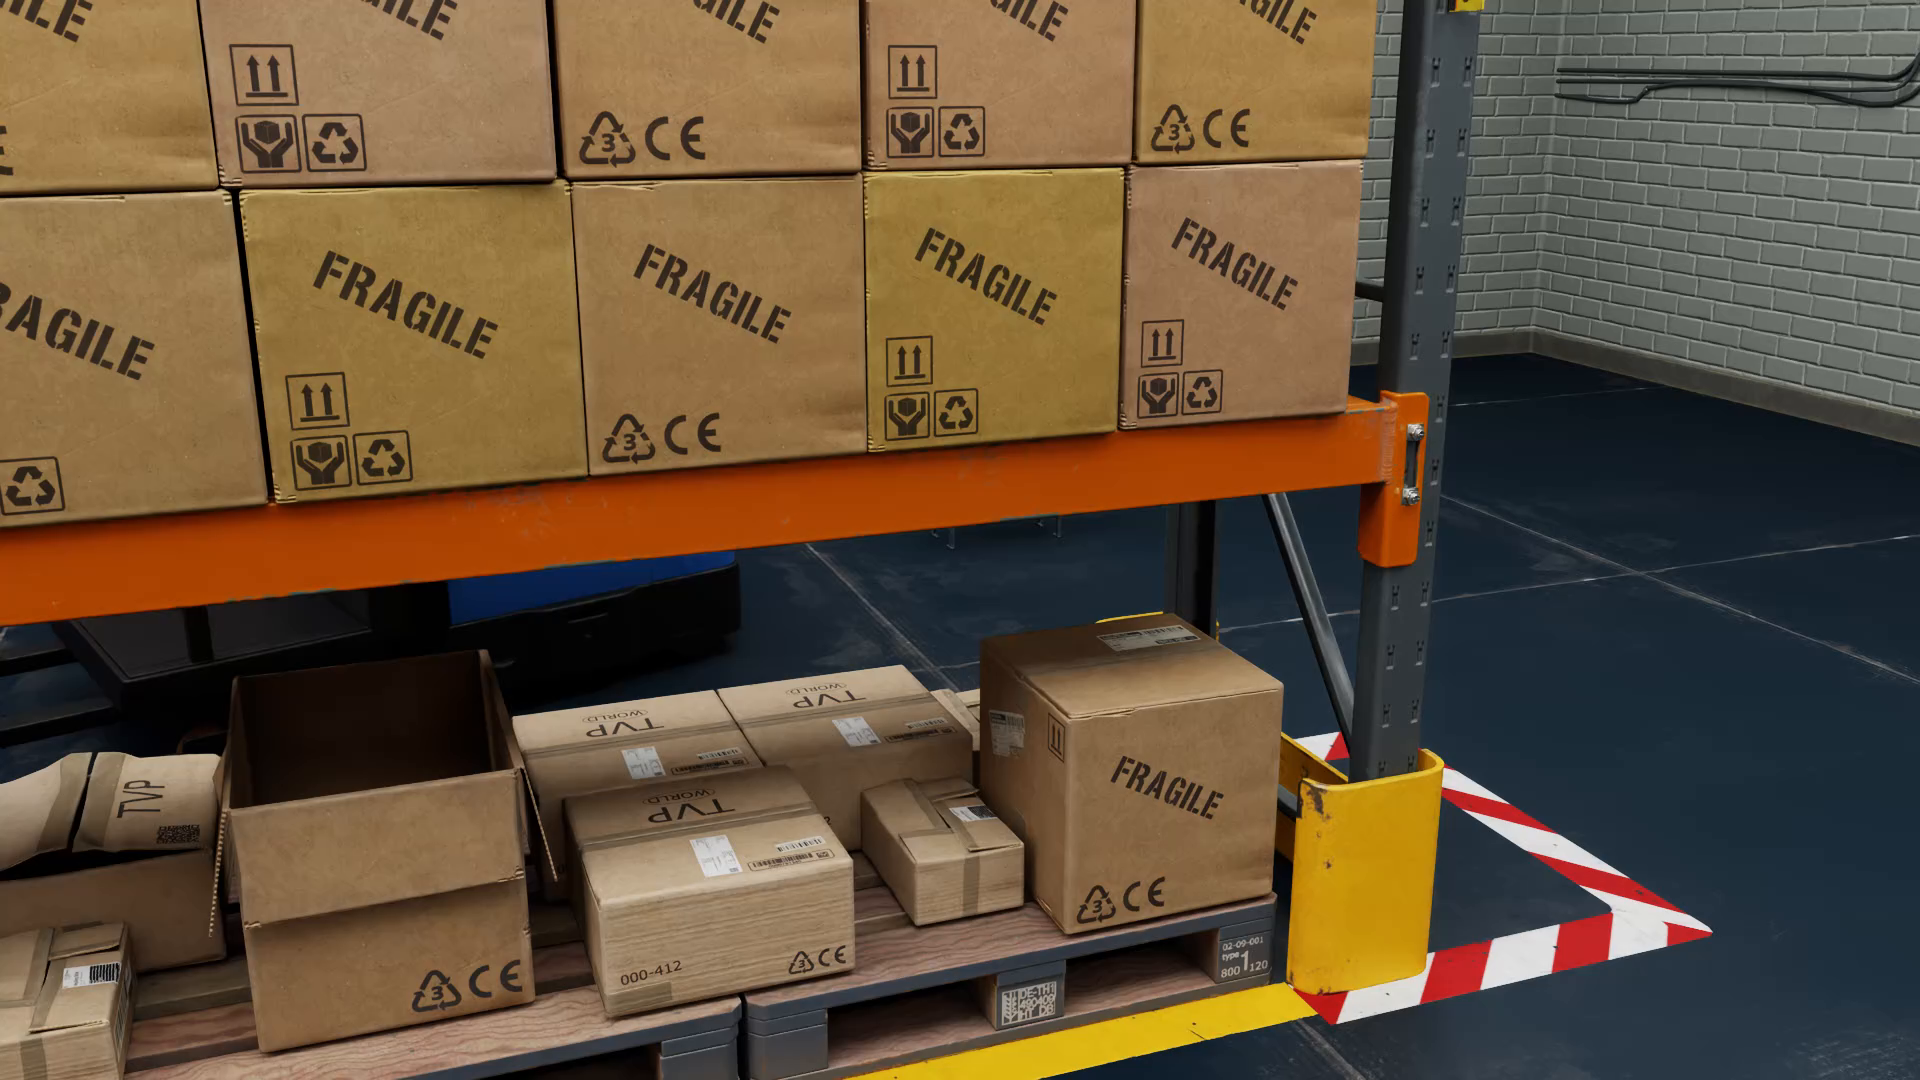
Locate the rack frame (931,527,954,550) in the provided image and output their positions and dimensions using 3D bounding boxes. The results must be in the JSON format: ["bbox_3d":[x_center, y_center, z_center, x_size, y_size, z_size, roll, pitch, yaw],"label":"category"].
[{"bbox_3d":[-0.073,-0.568,6.902,0.015,1.200,0.240,-6,17,-20],"label":"rack frame"}]

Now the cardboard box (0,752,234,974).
[{"bbox_3d":[-1.819,0.668,3.490,0.500,0.311,0.500,-6,17,-20],"label":"cardboard box"}]

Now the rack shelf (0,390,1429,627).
[{"bbox_3d":[-1.082,-0.060,3.254,4.000,0.370,1.077,-6,17,-20],"label":"rack shelf"}]

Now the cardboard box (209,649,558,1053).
[{"bbox_3d":[-1.197,0.593,3.405,0.637,0.503,0.797,-6,17,-20],"label":"cardboard box"}]

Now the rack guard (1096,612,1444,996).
[{"bbox_3d":[0.715,0.601,4.165,0.348,0.500,1.175,-6,17,-20],"label":"rack guard"}]

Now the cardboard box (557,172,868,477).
[{"bbox_3d":[-0.486,-0.435,3.080,0.500,0.500,0.500,-6,17,-20],"label":"cardboard box"}]

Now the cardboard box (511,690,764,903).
[{"bbox_3d":[-0.758,0.583,3.889,0.500,0.250,0.500,-6,17,-20],"label":"cardboard box"}]

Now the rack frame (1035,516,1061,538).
[{"bbox_3d":[0.382,-0.617,7.070,0.015,1.200,0.240,-6,17,-20],"label":"rack frame"}]

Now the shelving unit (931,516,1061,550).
[{"bbox_3d":[0.155,-0.592,6.986,0.503,1.200,0.258,-6,17,-20],"label":"shelving unit"}]

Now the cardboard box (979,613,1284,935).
[{"bbox_3d":[0.366,0.502,3.722,0.500,0.500,0.500,-6,17,-20],"label":"cardboard box"}]

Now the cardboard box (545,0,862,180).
[{"bbox_3d":[-0.486,-0.912,2.929,0.500,0.500,0.500,-6,17,-19],"label":"cardboard box"}]

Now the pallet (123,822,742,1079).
[{"bbox_3d":[-1.167,0.942,3.516,1.213,0.211,1.003,-6,17,-20],"label":"pallet"}]

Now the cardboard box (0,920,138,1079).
[{"bbox_3d":[-1.676,0.870,3.059,0.250,0.166,0.380,-6,17,-20],"label":"cardboard box"}]

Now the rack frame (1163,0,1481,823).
[{"bbox_3d":[0.786,-0.606,3.839,0.127,3.000,1.000,-6,17,-20],"label":"rack frame"}]

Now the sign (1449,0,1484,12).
[{"bbox_3d":[0.965,-1.165,3.128,0.005,0.325,0.100,-6,17,-20],"label":"sign"}]

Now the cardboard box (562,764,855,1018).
[{"bbox_3d":[-0.532,0.709,3.458,0.500,0.250,0.500,-6,17,-20],"label":"cardboard box"}]

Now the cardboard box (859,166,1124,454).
[{"bbox_3d":[-0.018,-0.484,3.246,0.500,0.500,0.500,-6,17,-20],"label":"cardboard box"}]

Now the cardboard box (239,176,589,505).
[{"bbox_3d":[-0.957,-0.385,2.907,0.500,0.500,0.500,-6,18,-21],"label":"cardboard box"}]

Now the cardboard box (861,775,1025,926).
[{"bbox_3d":[-0.044,0.679,3.711,0.250,0.166,0.380,-6,17,-20],"label":"cardboard box"}]

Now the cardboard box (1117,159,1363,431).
[{"bbox_3d":[0.465,-0.538,3.428,0.500,0.500,0.500,-6,17,-18],"label":"cardboard box"}]

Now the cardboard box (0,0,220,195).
[{"bbox_3d":[-1.447,-0.808,2.574,0.500,0.500,0.500,-7,18,-22],"label":"cardboard box"}]

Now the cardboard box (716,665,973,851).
[{"bbox_3d":[-0.291,0.532,4.061,0.500,0.250,0.500,-6,17,-20],"label":"cardboard box"}]

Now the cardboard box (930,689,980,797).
[{"bbox_3d":[0.038,0.519,4.255,0.250,0.166,0.380,-6,17,-20],"label":"cardboard box"}]

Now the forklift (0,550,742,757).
[{"bbox_3d":[-2.232,-0.878,4.888,3.031,2.935,1.130,-13,21,-37],"label":"forklift"}]

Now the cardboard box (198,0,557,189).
[{"bbox_3d":[-0.965,-0.860,2.752,0.500,0.500,0.500,-6,17,-18],"label":"cardboard box"}]

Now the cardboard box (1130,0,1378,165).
[{"bbox_3d":[0.468,-1.017,3.285,0.500,0.500,0.500,-6,18,-21],"label":"cardboard box"}]

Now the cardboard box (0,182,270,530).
[{"bbox_3d":[-1.431,-0.333,2.731,0.500,0.500,0.500,-6,17,-20],"label":"cardboard box"}]

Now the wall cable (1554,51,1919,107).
[{"bbox_3d":[4.419,-3.774,9.490,0.112,2.526,3.097,-6,17,-20],"label":"wall cable"}]

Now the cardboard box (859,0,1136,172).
[{"bbox_3d":[-0.003,-0.966,3.111,0.500,0.500,0.500,-6,17,-19],"label":"cardboard box"}]

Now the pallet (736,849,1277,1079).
[{"bbox_3d":[-0.030,0.820,3.932,1.213,0.211,1.003,-6,17,-20],"label":"pallet"}]
